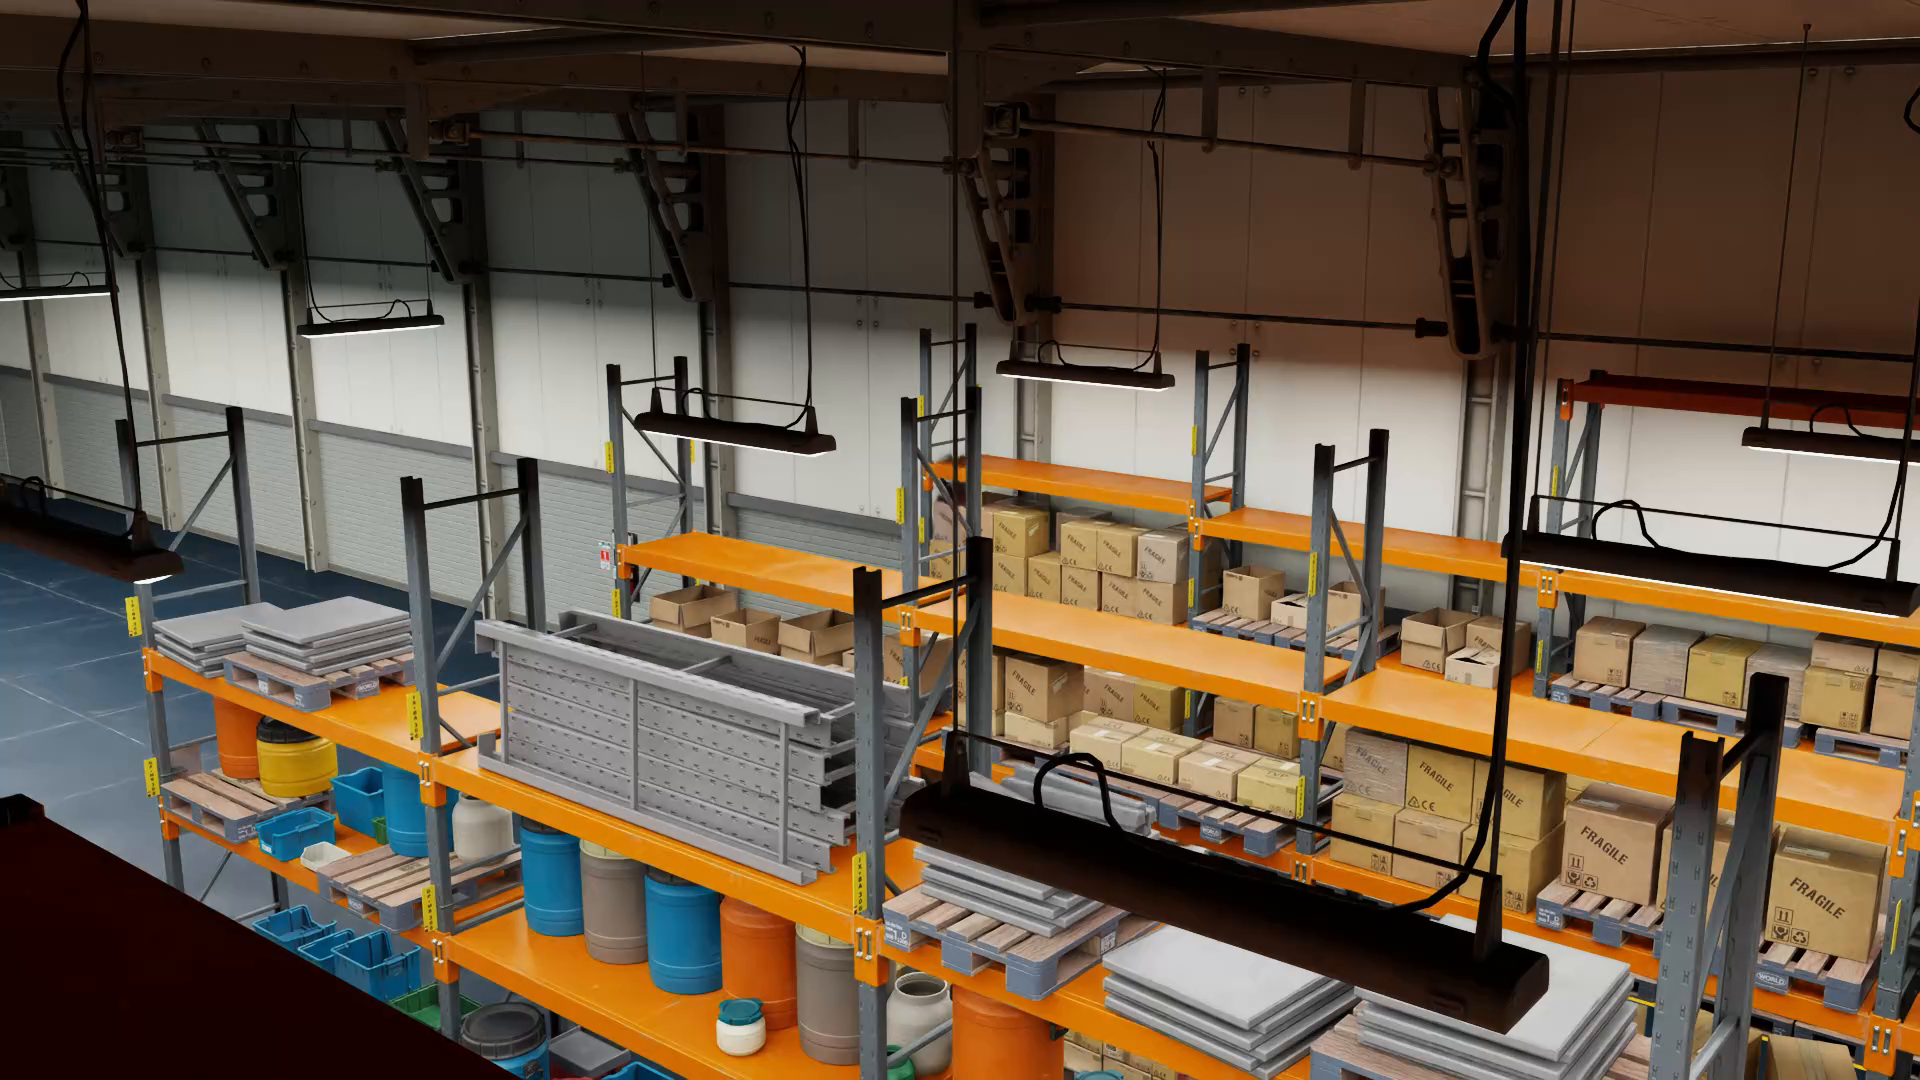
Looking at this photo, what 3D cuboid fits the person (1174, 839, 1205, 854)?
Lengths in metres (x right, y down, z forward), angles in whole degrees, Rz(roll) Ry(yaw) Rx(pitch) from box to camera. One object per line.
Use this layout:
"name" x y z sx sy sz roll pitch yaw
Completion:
"person" 2.159 3.561 16.534 1.048 1.727 0.646 10 16 38
